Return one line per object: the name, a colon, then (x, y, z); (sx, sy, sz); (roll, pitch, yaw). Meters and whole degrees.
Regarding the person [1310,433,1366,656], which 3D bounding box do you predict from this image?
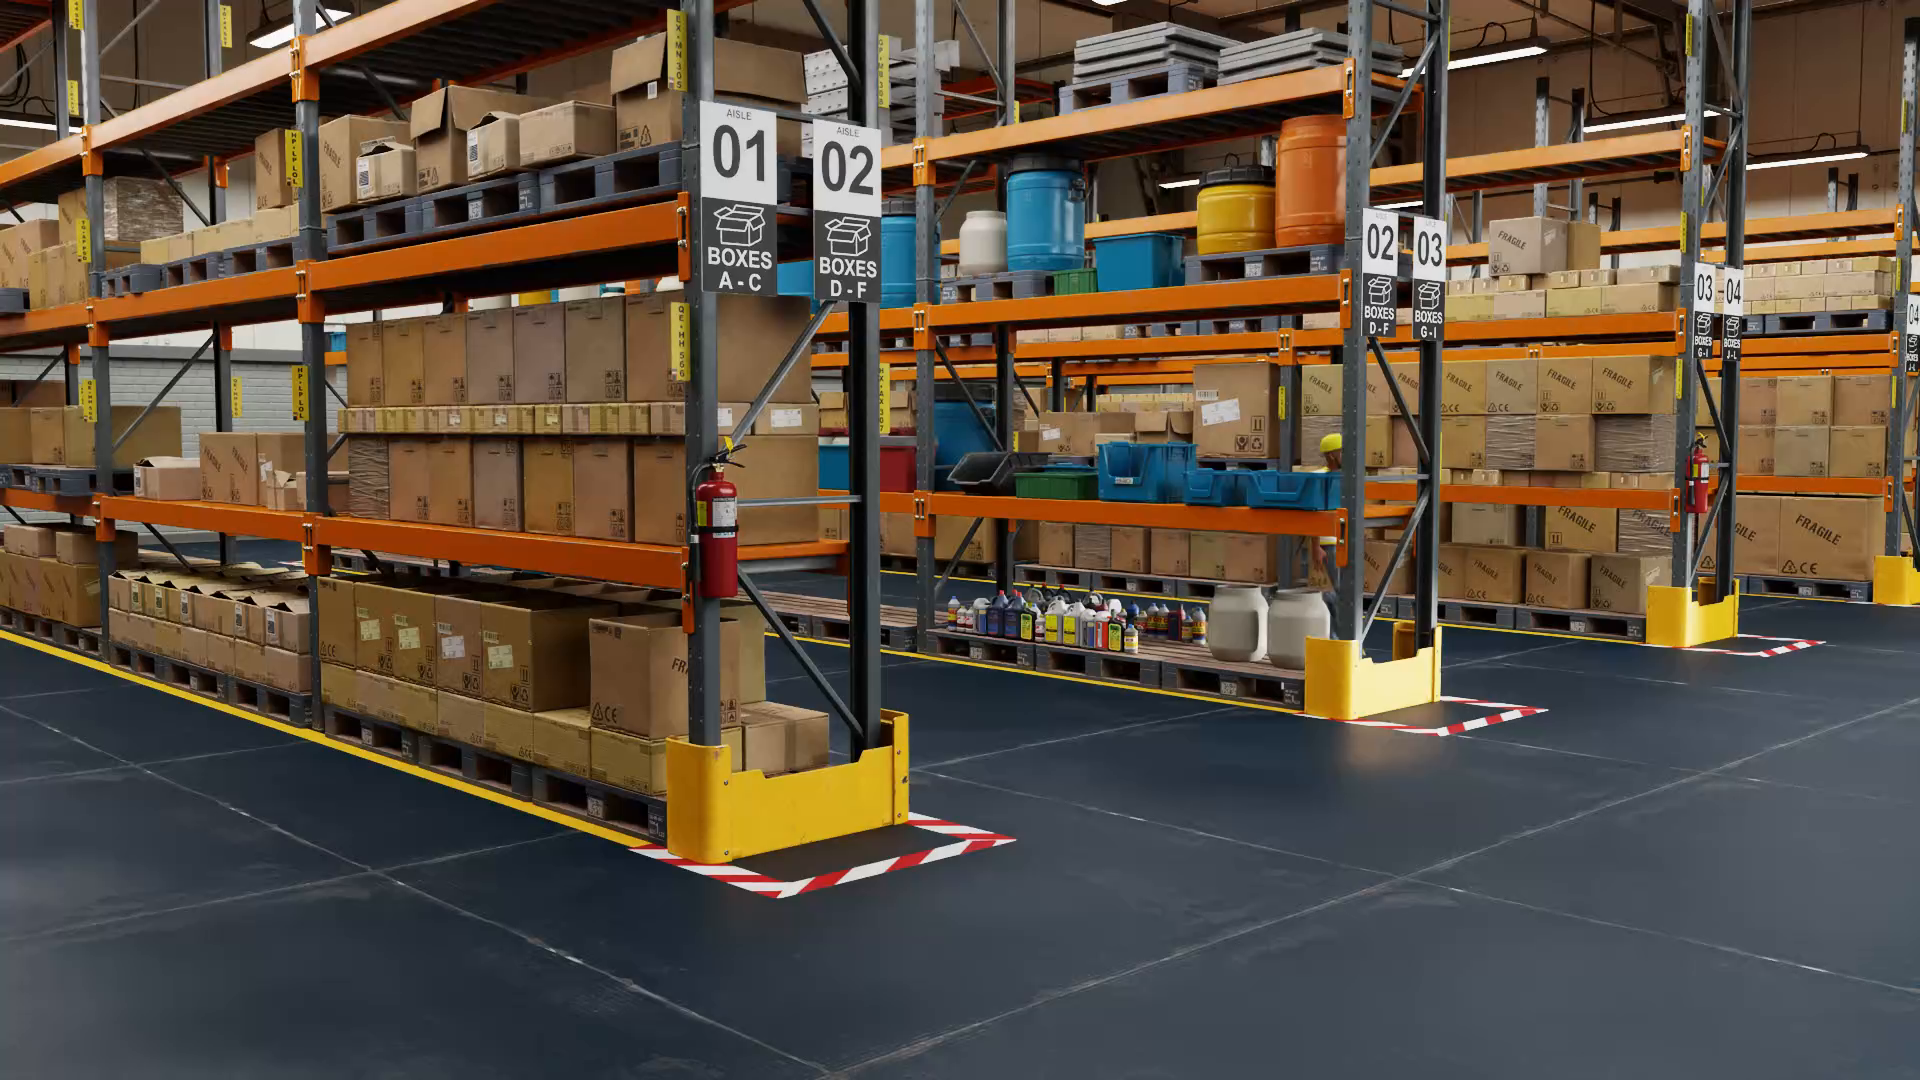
person: (2.931, 0.044, 13.028); (0.517, 1.756, 0.573); (4, 5, 42)
